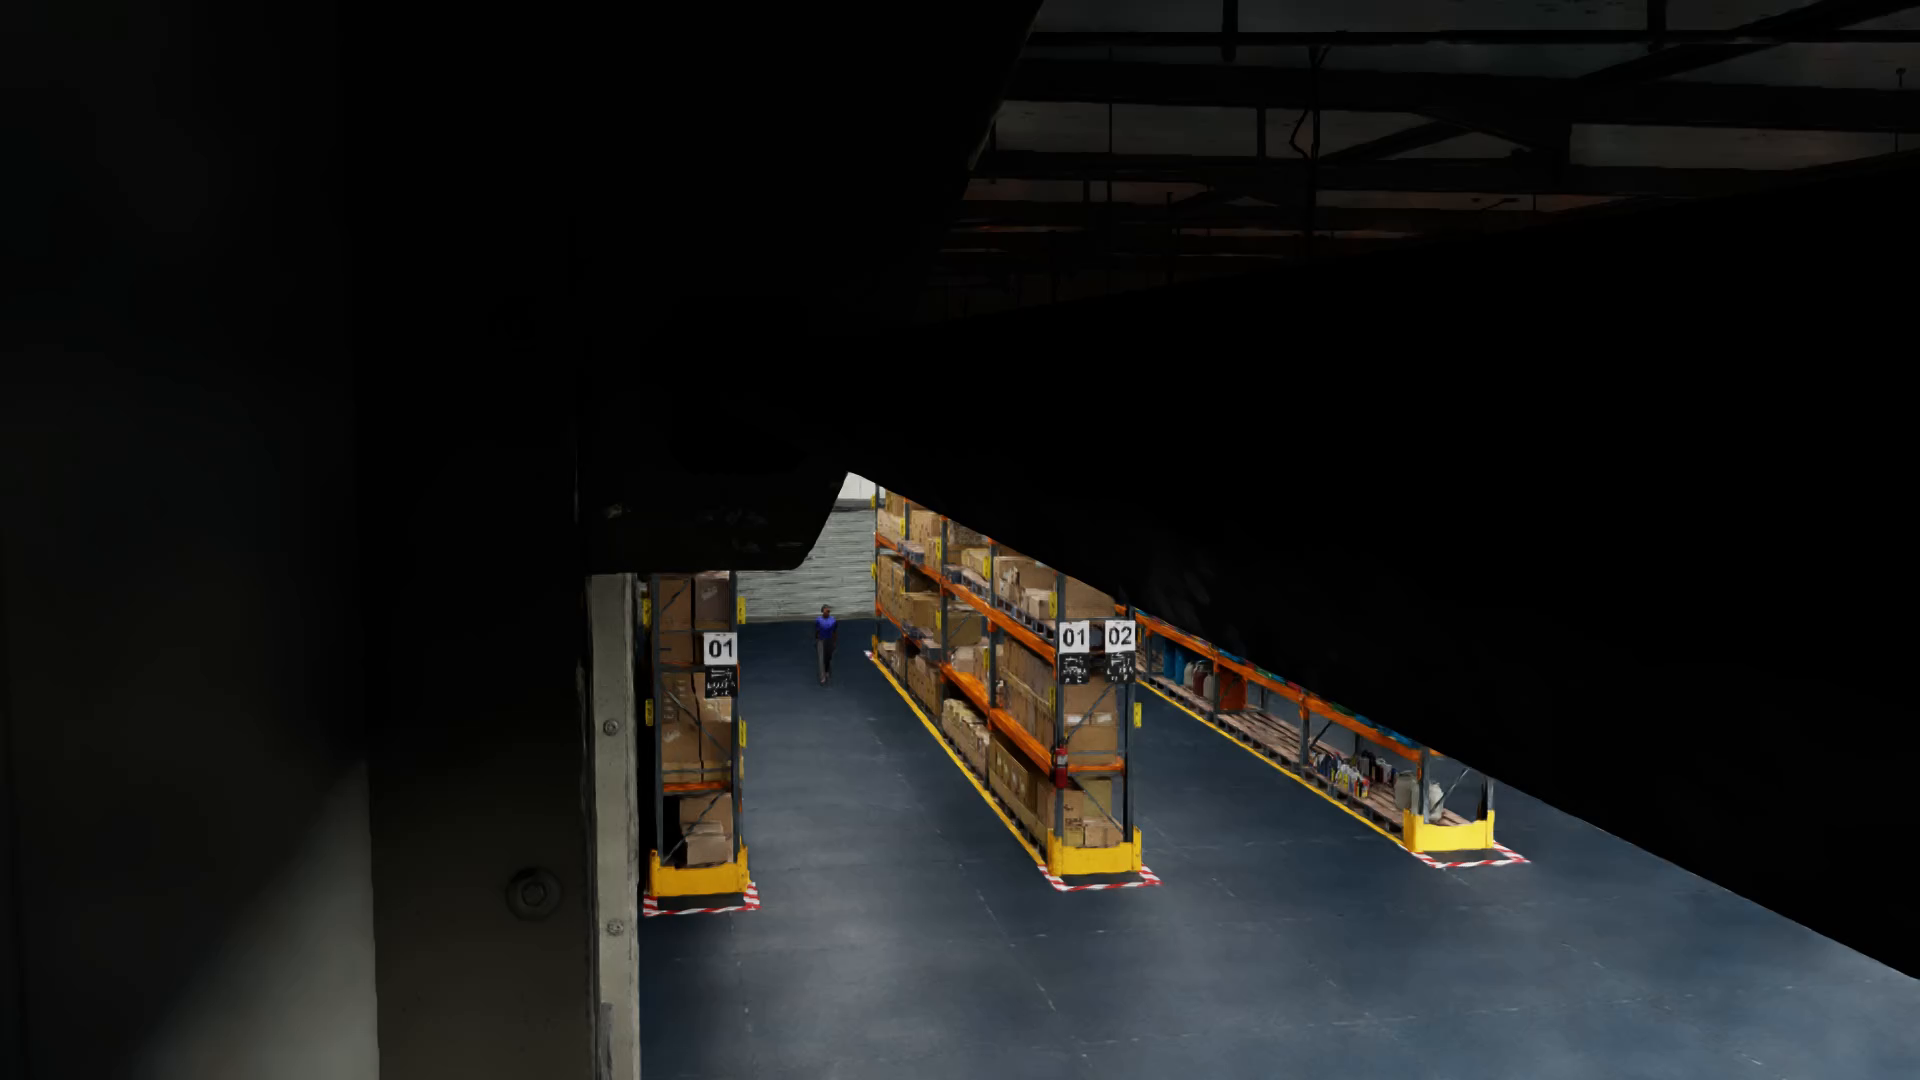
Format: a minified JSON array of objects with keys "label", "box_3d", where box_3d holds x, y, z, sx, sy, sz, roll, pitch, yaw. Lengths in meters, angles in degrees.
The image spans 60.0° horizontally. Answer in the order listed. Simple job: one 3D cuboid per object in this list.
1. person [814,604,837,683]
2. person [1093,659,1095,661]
[{"label":"person","box_3d":[-2.715,2.069,33.748,0.445,1.574,1.091,-1,6,-13]},{"label":"person","box_3d":[2.468,2.054,32.908,0.648,1.772,0.699,1,6,8]}]
